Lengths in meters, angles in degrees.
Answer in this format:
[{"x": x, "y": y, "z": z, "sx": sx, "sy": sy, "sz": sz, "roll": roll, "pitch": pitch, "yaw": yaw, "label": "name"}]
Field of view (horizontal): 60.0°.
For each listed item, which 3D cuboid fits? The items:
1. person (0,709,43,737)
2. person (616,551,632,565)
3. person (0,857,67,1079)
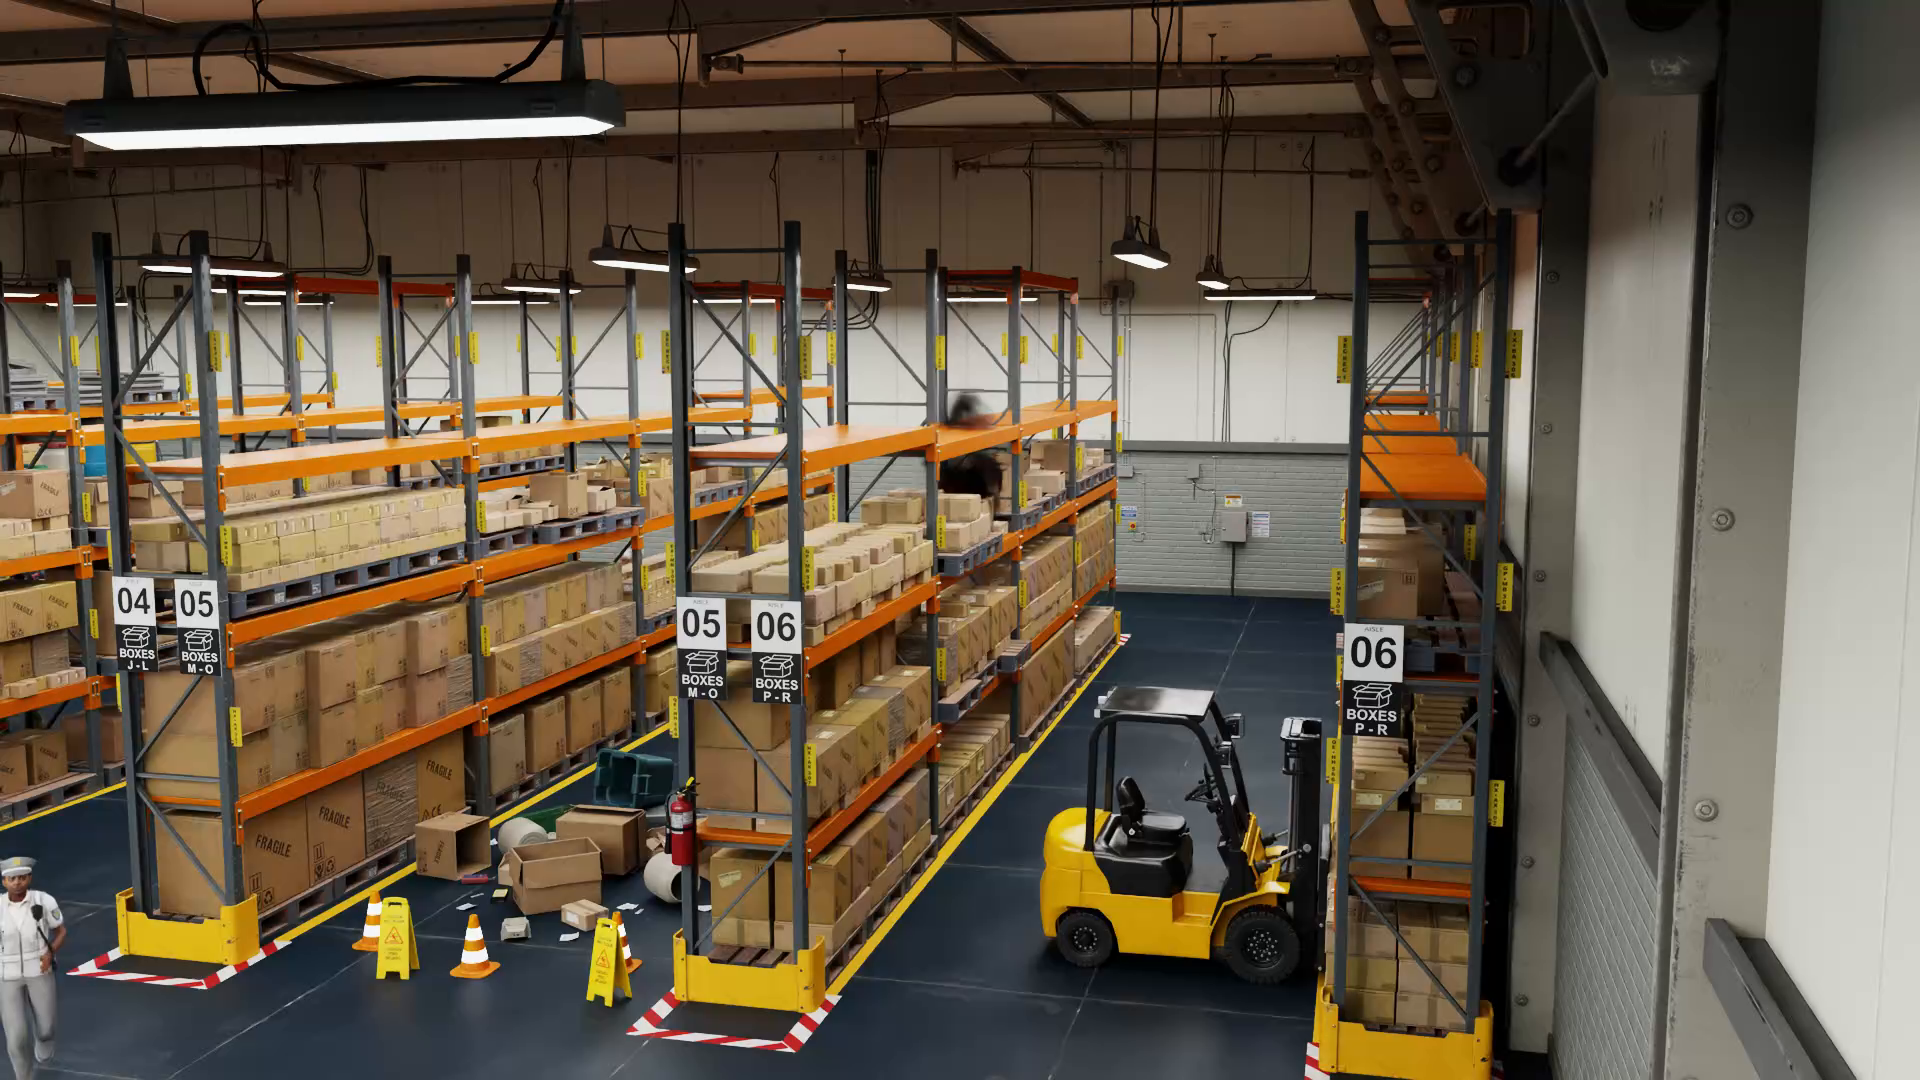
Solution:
[{"x": -11.964, "y": 1.751, "z": 20.955, "sx": 0.663, "sy": 1.748, "sz": 0.780, "roll": 1, "pitch": 7, "yaw": 5, "label": "person"}, {"x": -5.255, "y": 1.065, "z": 26.460, "sx": 0.643, "sy": 1.787, "sz": 0.877, "roll": 3, "pitch": 8, "yaw": 22, "label": "person"}, {"x": -6.422, "y": 2.963, "z": 11.397, "sx": 0.561, "sy": 1.654, "sz": 0.625, "roll": -4, "pitch": 8, "yaw": -31, "label": "person"}]
